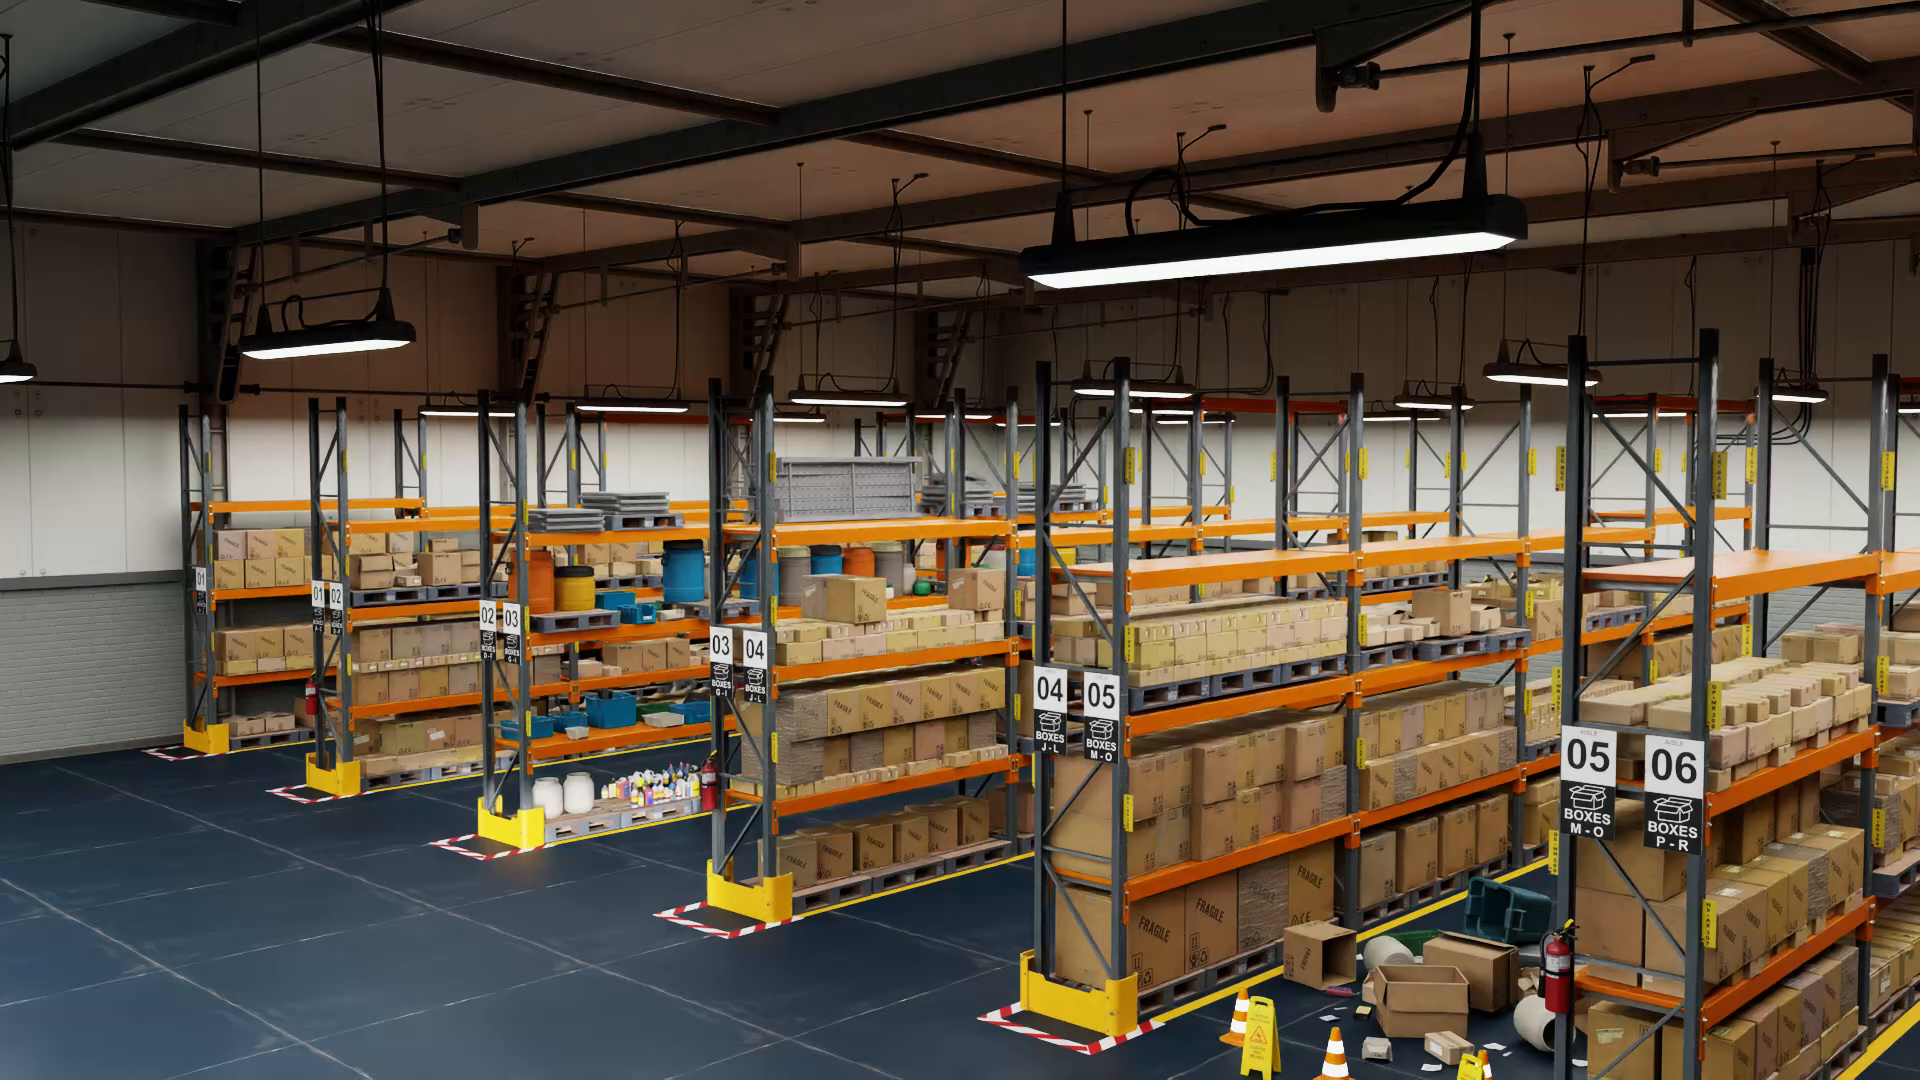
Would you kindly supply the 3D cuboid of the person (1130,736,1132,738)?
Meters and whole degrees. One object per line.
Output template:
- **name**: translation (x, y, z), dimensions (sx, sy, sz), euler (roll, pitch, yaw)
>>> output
- **person**: translation (2.256, 3.186, 21.507), dimensions (0.796, 1.698, 0.592), euler (-2, 4, -34)

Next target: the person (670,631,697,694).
- **person**: translation (-5.571, 2.595, 33.195), dimensions (0.523, 1.675, 0.516), euler (-2, 4, -34)
